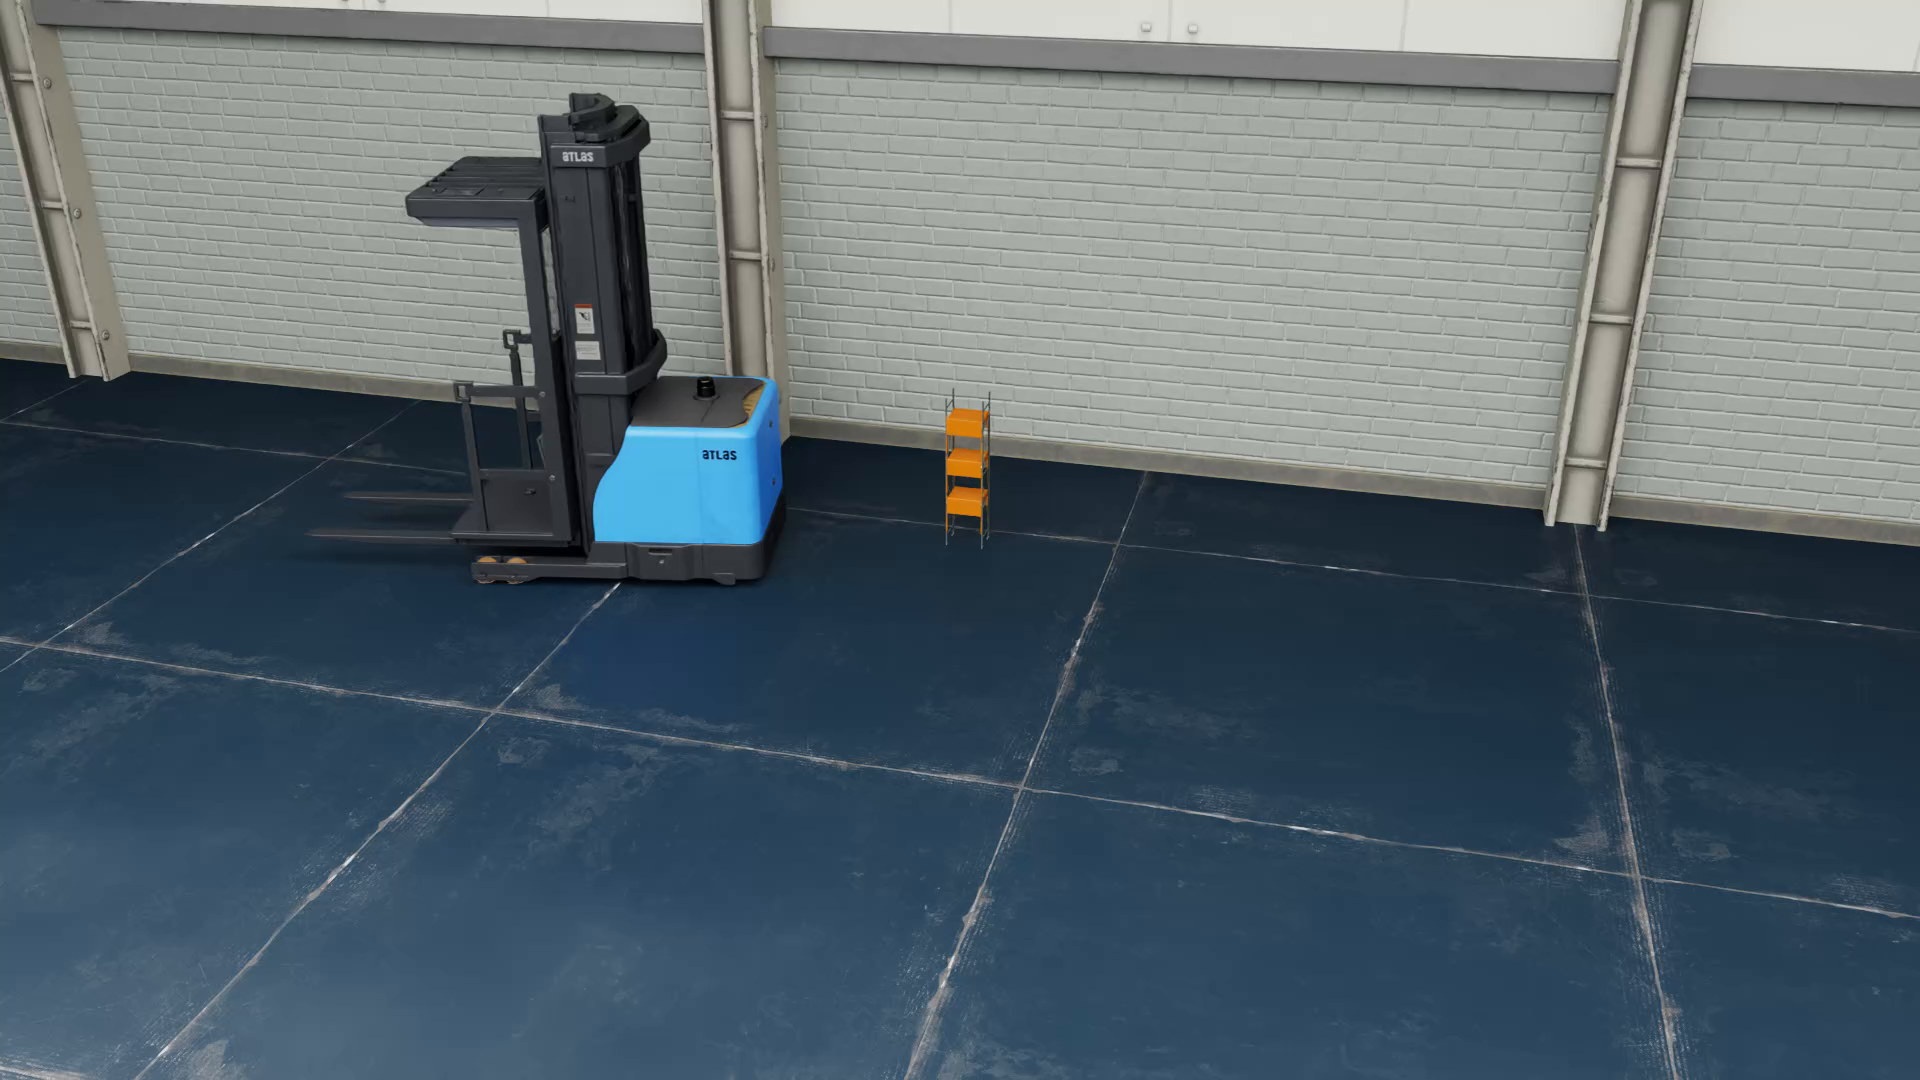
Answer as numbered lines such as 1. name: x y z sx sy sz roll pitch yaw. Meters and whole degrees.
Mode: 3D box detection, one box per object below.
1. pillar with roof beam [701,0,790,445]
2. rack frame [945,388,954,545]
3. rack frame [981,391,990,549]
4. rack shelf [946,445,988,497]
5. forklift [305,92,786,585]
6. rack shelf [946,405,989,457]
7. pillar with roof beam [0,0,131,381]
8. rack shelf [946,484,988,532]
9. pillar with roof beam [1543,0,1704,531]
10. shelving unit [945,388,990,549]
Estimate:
1. pillar with roof beam: -2.619 -3.057 7.202 0.400 9.000 9.100 6 26 13
2. rack frame: -0.066 -0.481 11.040 0.008 1.050 0.200 6 26 13
3. rack frame: 0.170 -0.455 10.985 0.008 1.050 0.200 6 26 13
4. rack shelf: 0.052 -0.459 11.017 0.240 0.259 0.215 6 26 13
5. forklift: -2.728 -1.265 10.497 3.031 2.935 1.130 1 25 3
6. rack shelf: 0.052 -0.715 10.895 0.240 0.259 0.215 6 26 13
7. pillar with roof beam: -8.430 -3.699 8.551 0.400 9.000 9.100 6 26 13
8. rack shelf: 0.052 -0.208 11.136 0.240 0.259 0.215 6 26 13
9. pillar with roof beam: 3.192 -2.415 5.853 0.400 9.000 9.100 6 26 13
10. shelving unit: 0.052 -0.468 11.012 0.252 1.050 0.215 6 26 13
